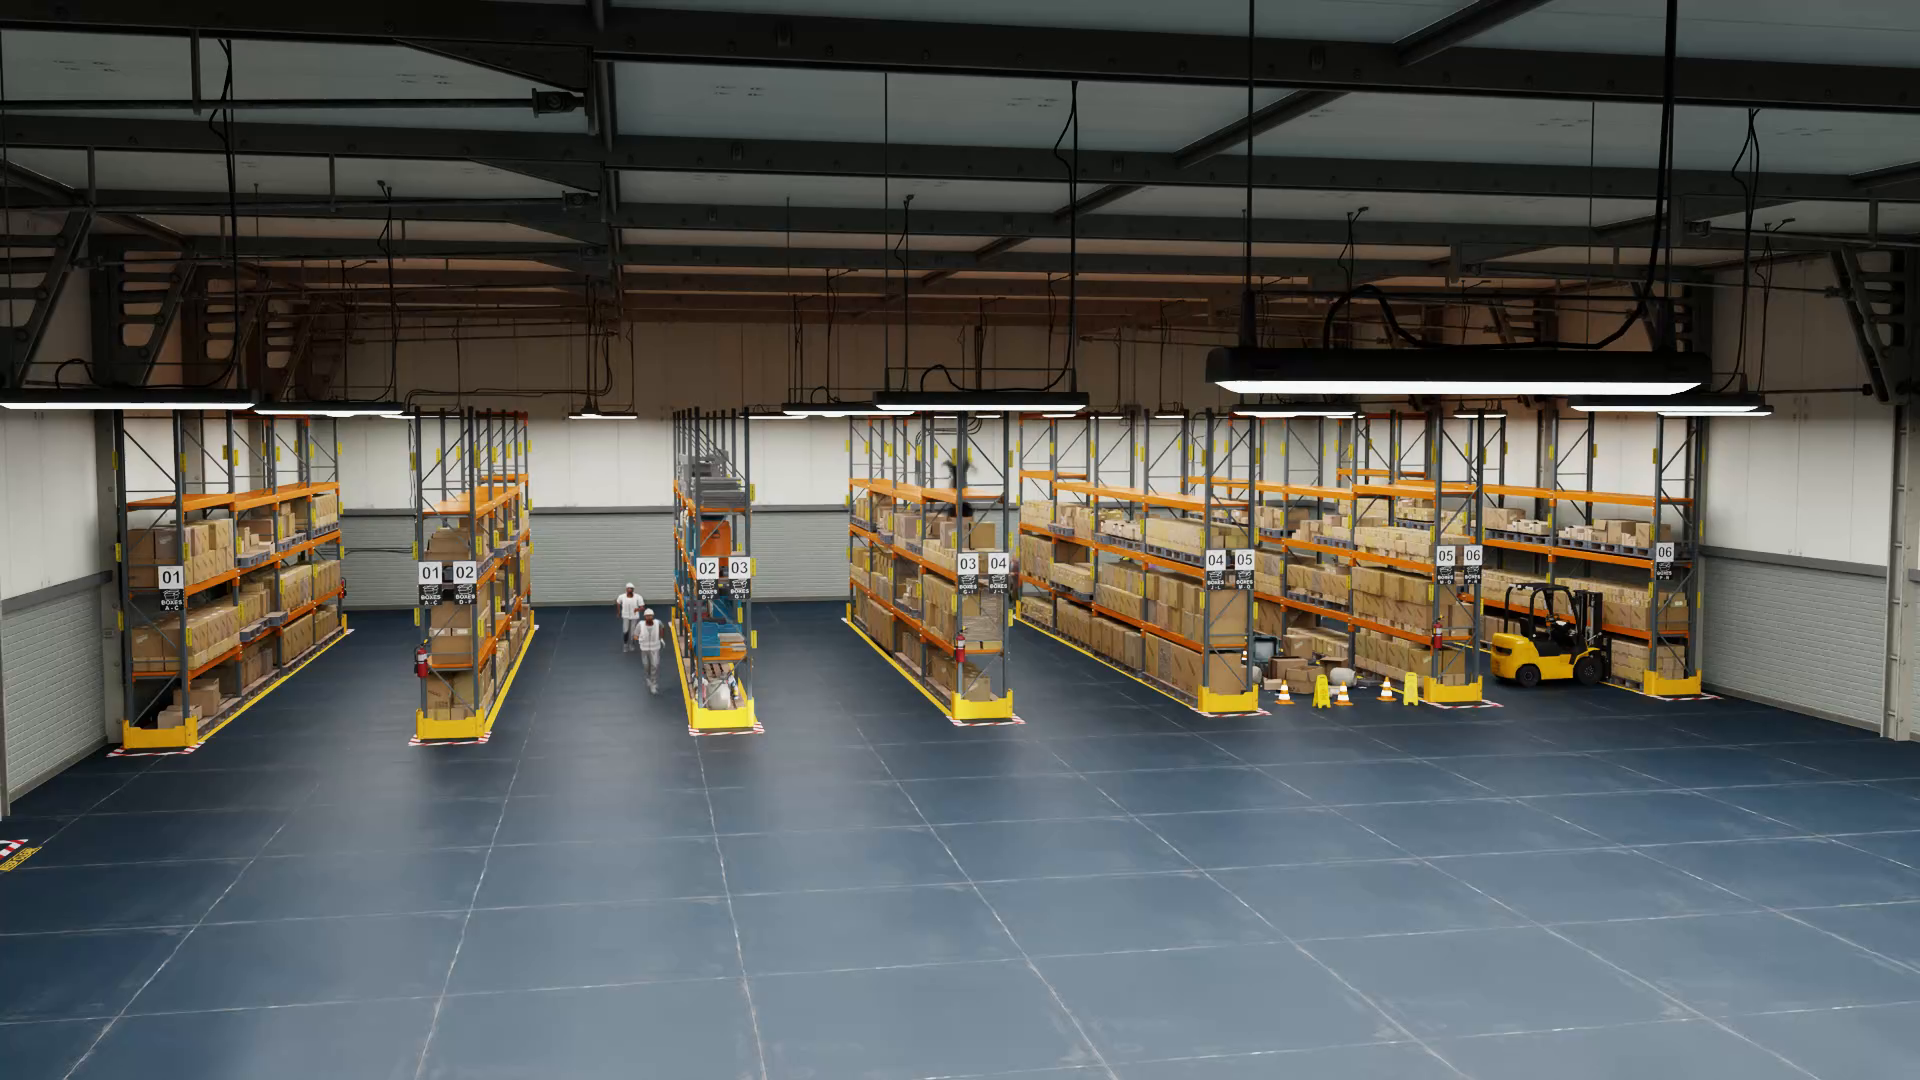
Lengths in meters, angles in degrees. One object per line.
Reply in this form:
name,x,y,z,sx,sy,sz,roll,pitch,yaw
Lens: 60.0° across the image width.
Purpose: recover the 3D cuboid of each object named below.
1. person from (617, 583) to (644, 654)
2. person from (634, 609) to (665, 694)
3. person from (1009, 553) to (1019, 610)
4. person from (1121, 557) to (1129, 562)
person,-8.128,1.931,40.972,0.693,1.755,0.681,0,4,-6
person,-6.566,2.314,35.210,0.646,1.757,1.037,0,4,-6
person,1.581,1.260,50.325,0.685,1.752,0.717,2,4,22
person,5.237,1.315,50.323,0.866,1.670,0.688,-2,5,-29
